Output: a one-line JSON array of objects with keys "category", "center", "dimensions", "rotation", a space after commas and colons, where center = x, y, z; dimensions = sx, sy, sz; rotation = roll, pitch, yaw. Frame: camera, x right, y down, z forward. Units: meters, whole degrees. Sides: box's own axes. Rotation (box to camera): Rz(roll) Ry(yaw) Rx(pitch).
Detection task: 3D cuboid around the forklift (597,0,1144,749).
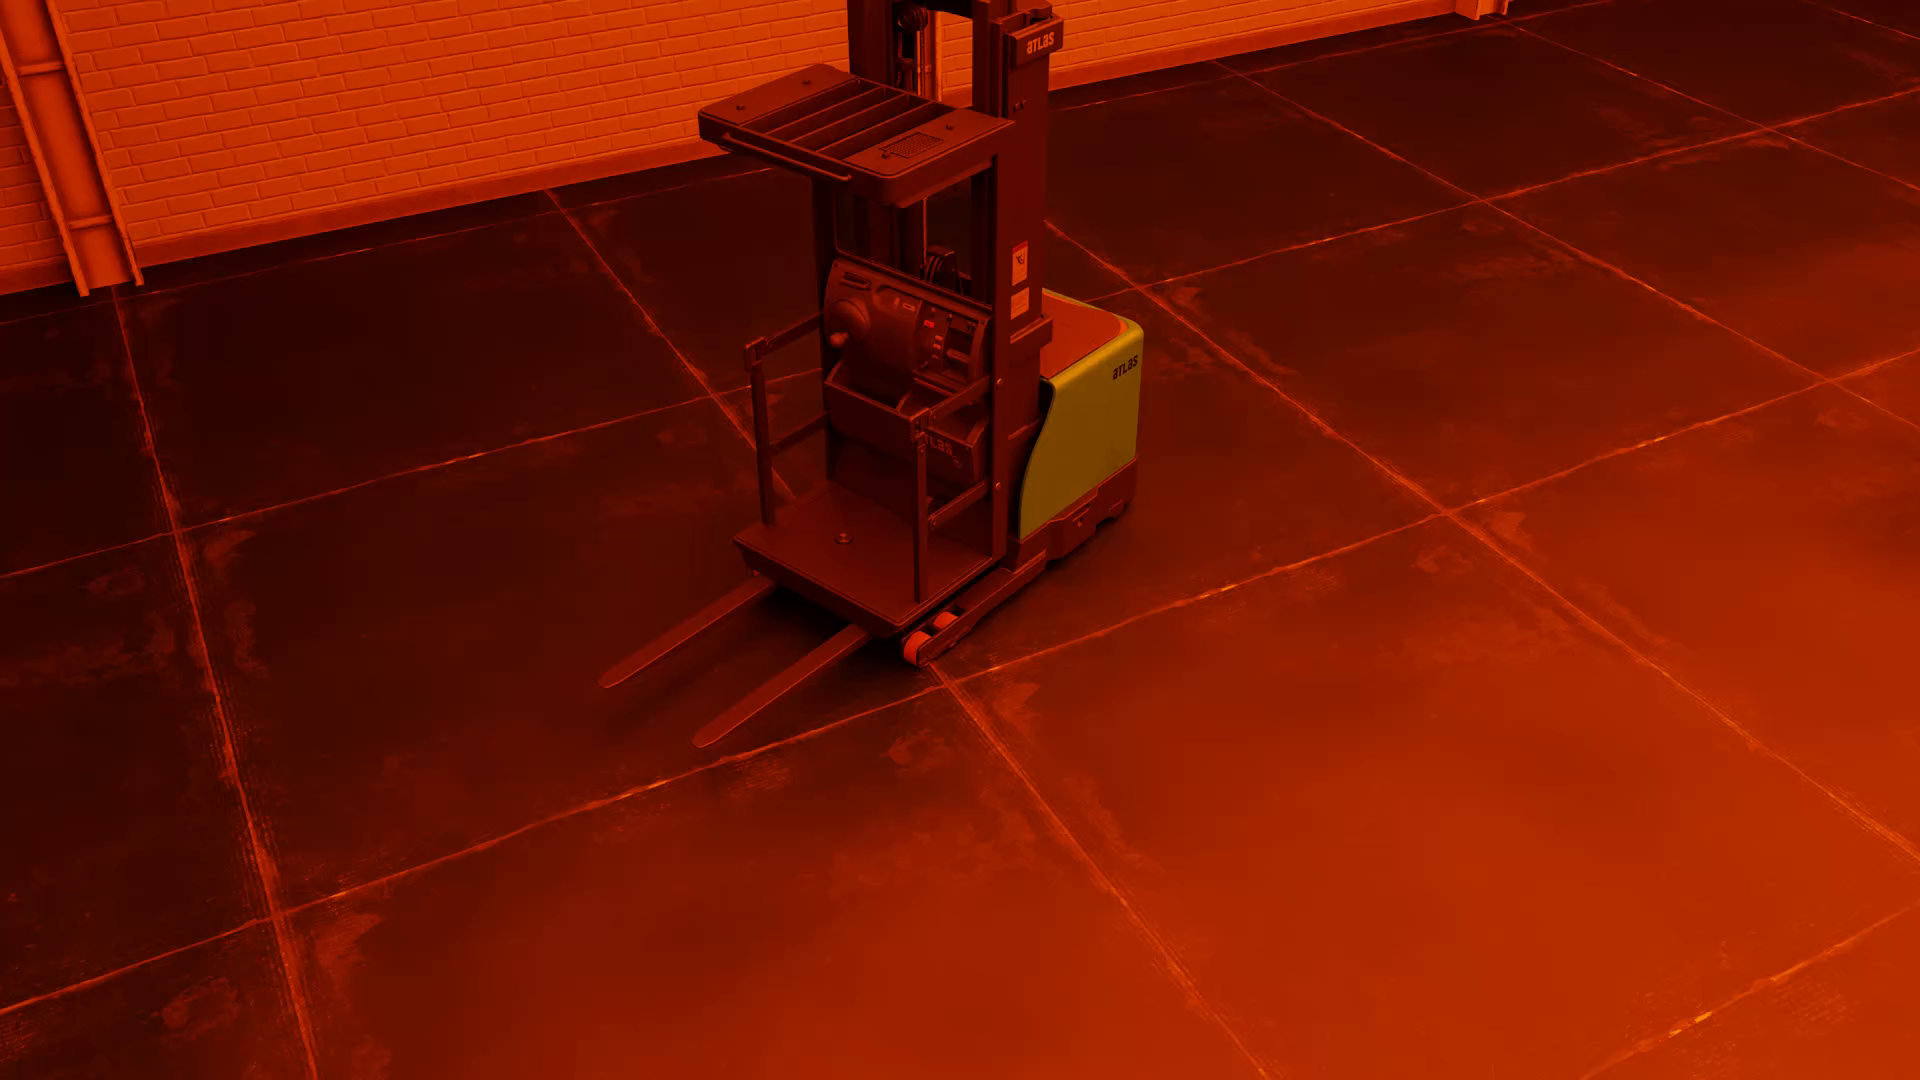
[{"category": "forklift", "center": [-0.390, -0.927, 7.434], "dimensions": [1.130, 2.935, 3.031], "rotation": [26, 43, 31]}]
